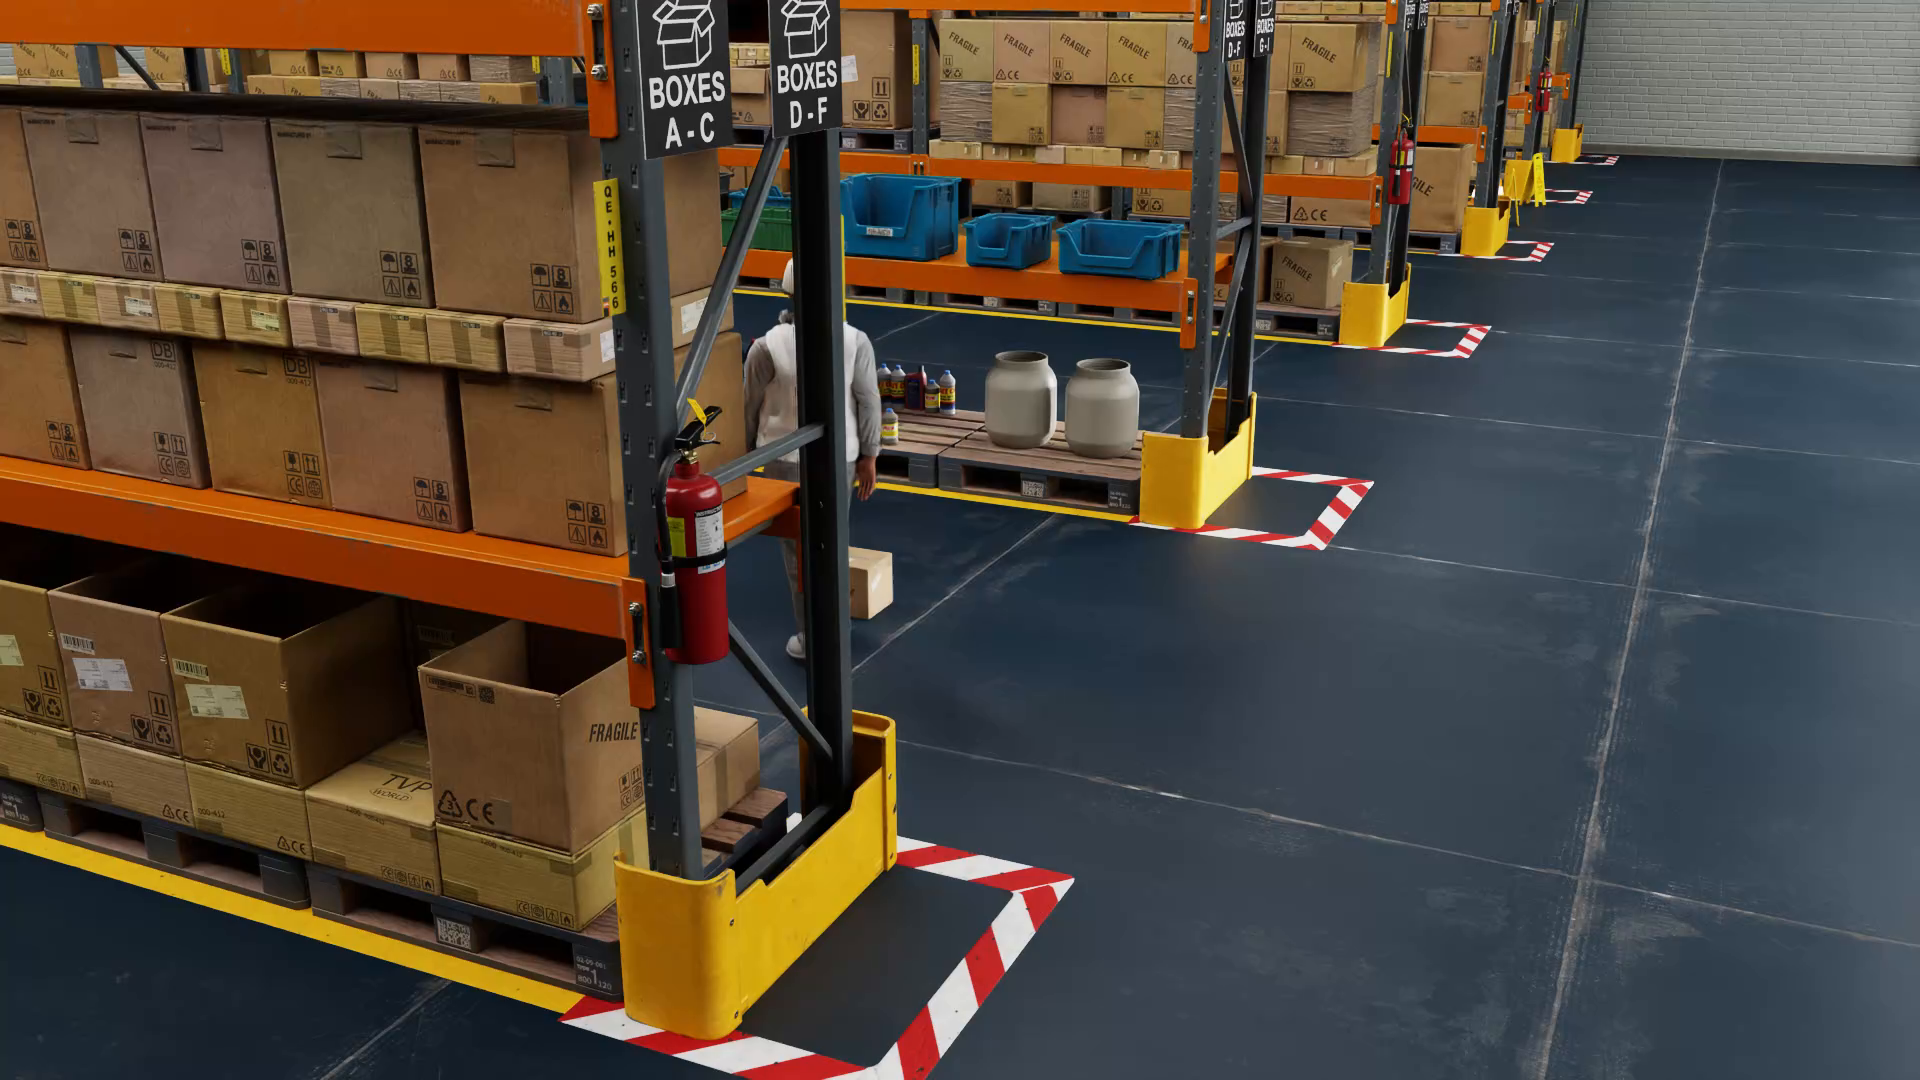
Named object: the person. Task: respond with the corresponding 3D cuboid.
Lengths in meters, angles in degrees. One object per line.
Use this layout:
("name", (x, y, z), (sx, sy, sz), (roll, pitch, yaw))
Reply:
("person", (-0.666, -0.369, 7.095), (0.563, 1.782, 0.744), (-7, 20, -19))
